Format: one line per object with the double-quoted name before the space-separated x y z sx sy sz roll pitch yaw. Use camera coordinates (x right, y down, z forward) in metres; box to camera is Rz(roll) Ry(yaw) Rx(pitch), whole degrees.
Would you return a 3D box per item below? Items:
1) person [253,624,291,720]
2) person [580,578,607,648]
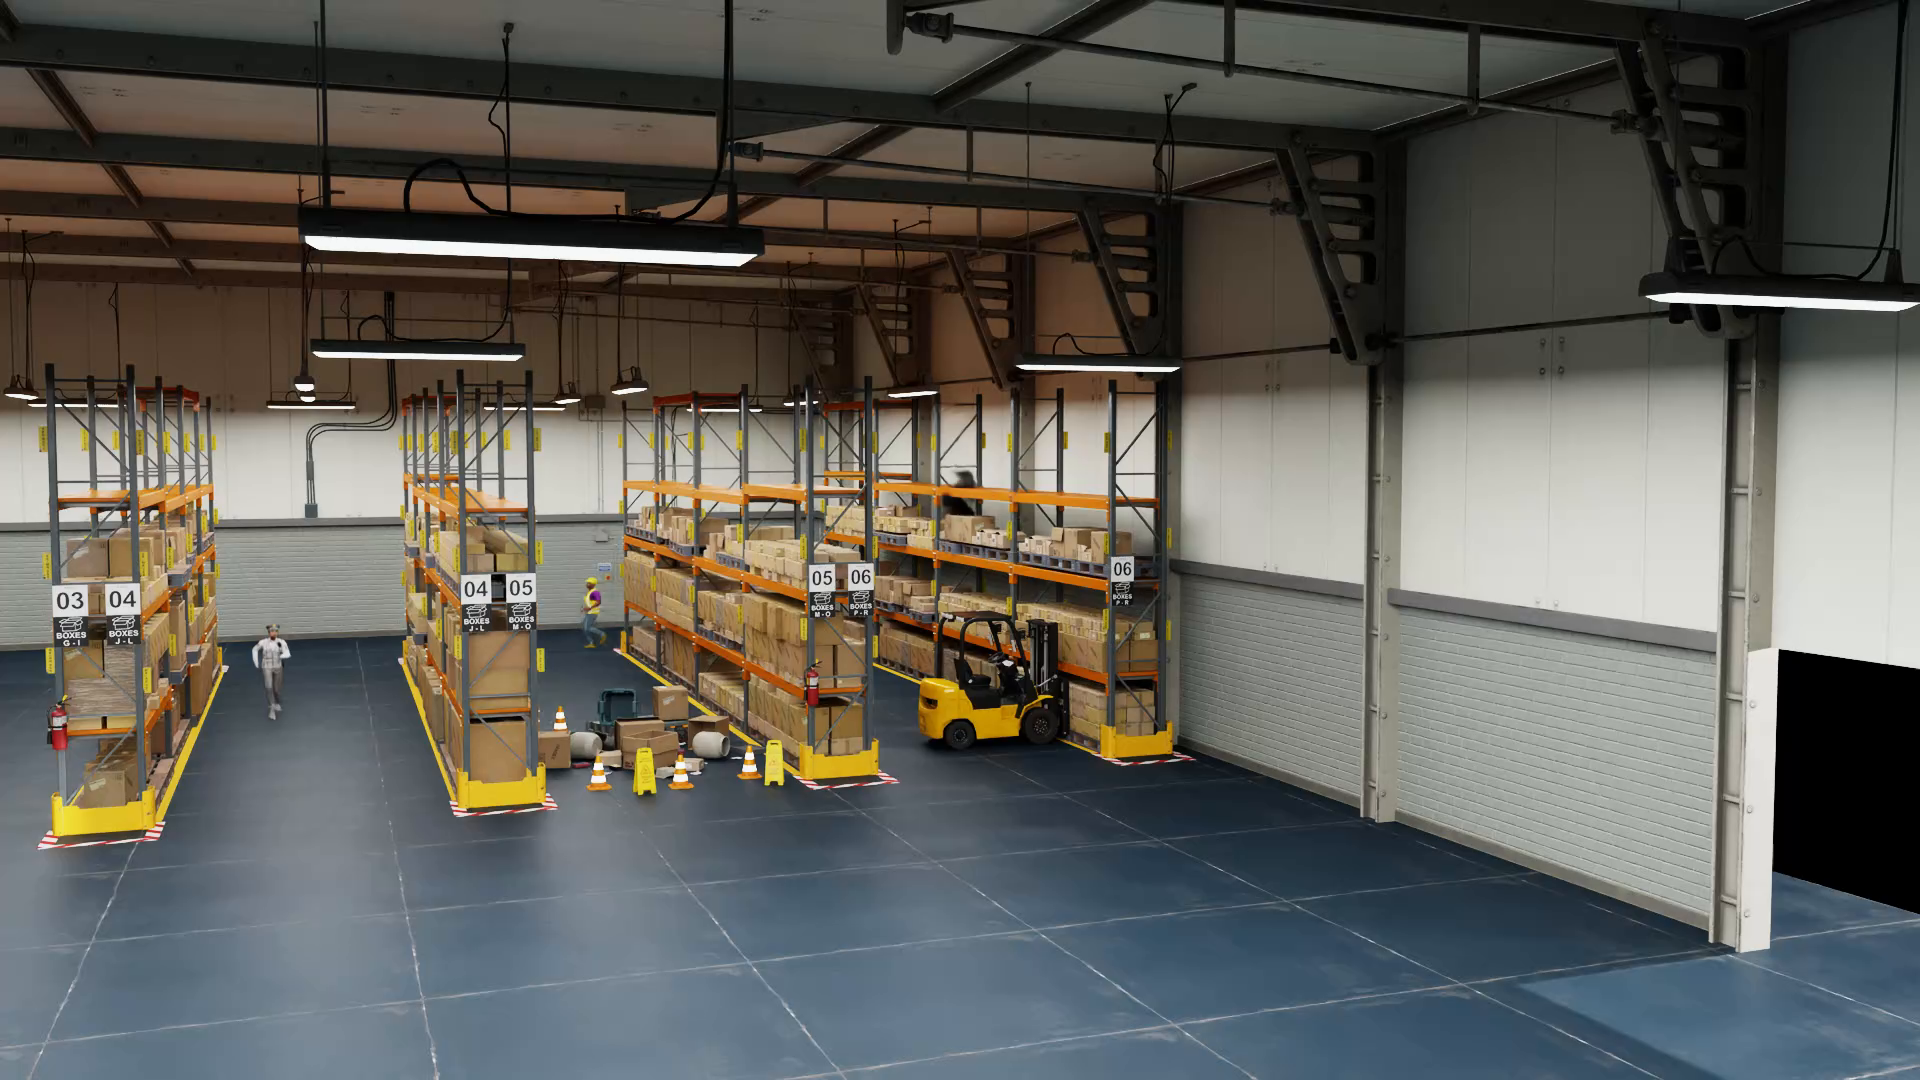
"person" -12.576 2.385 30.423 0.619 1.708 0.848 -2 4 -28
"person" -8.920 1.774 40.499 0.589 1.722 0.686 -2 4 -25
